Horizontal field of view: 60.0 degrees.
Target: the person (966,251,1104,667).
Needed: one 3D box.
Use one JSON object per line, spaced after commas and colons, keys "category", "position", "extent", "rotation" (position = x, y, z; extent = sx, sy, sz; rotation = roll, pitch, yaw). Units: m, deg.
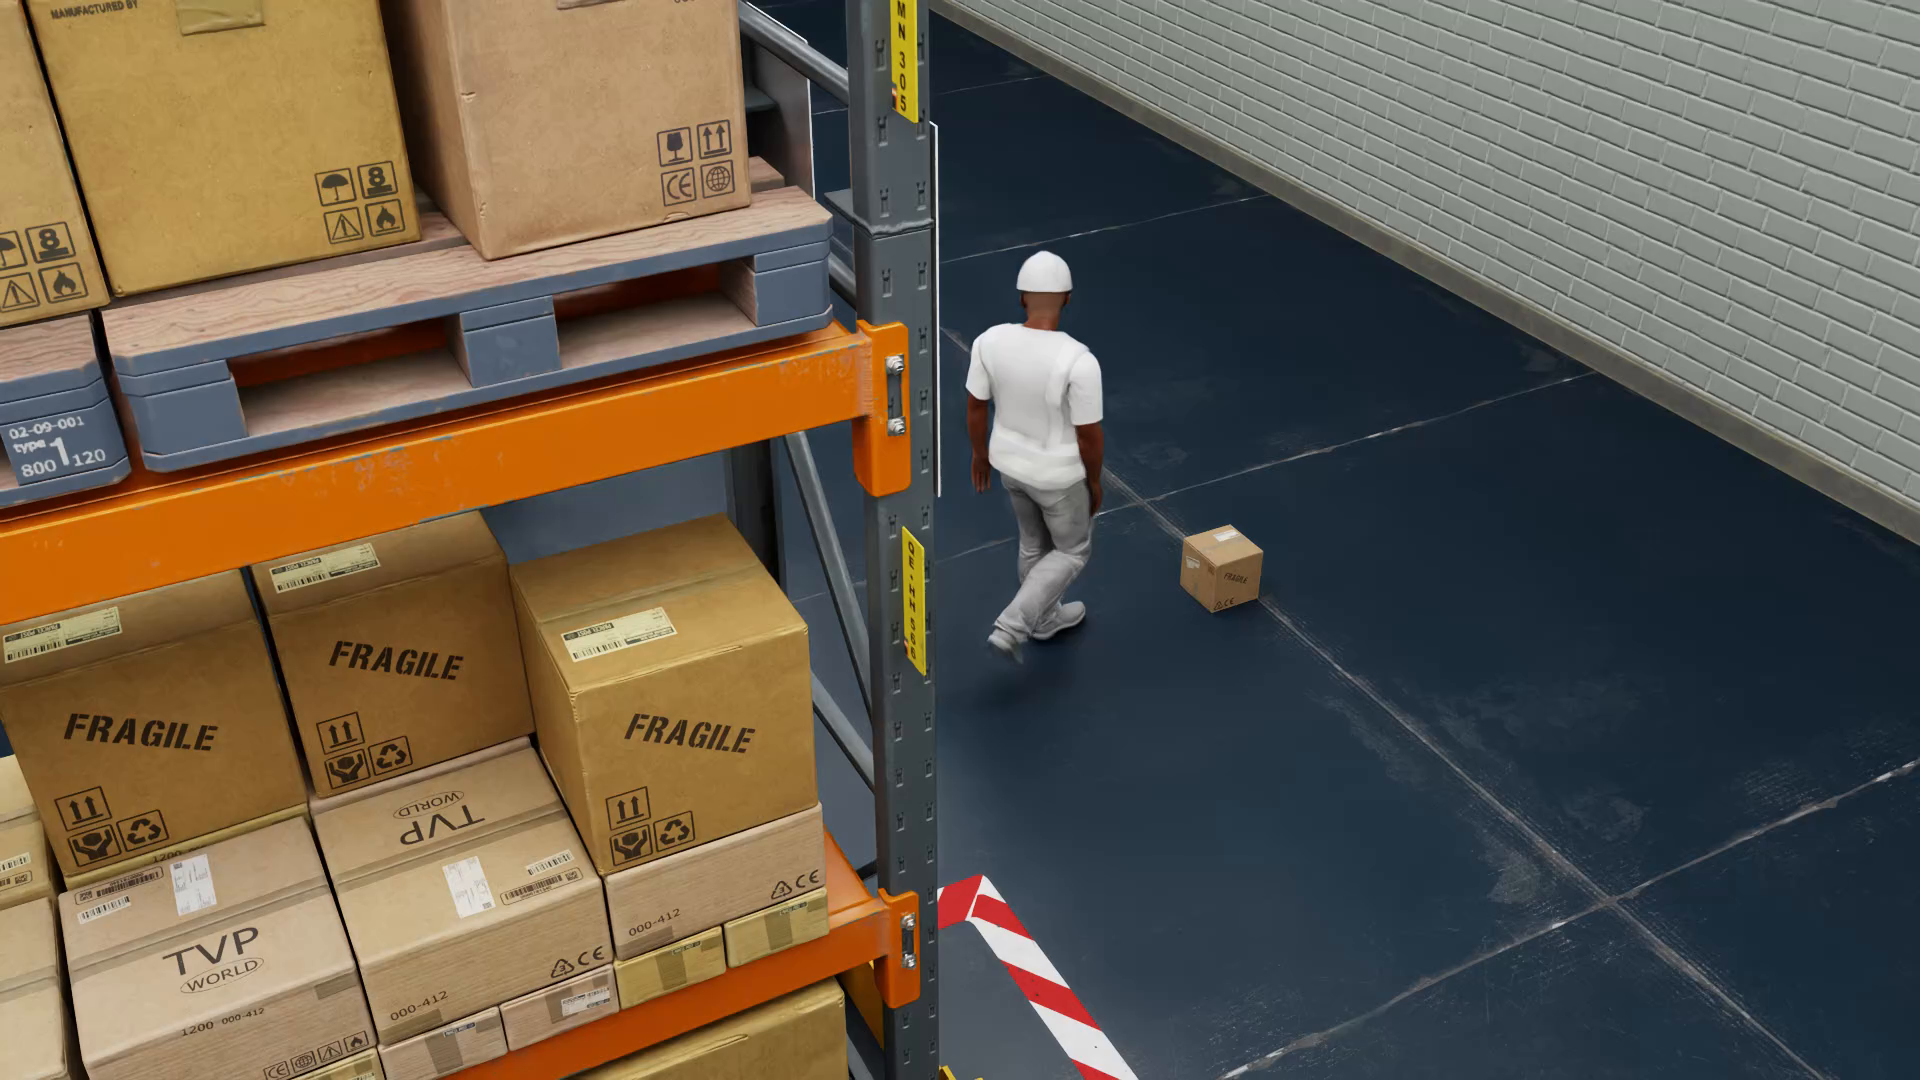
{"category": "person", "position": [0.295, -0.282, 6.532], "extent": [0.582, 1.761, 0.727], "rotation": [26, 41, 34]}
